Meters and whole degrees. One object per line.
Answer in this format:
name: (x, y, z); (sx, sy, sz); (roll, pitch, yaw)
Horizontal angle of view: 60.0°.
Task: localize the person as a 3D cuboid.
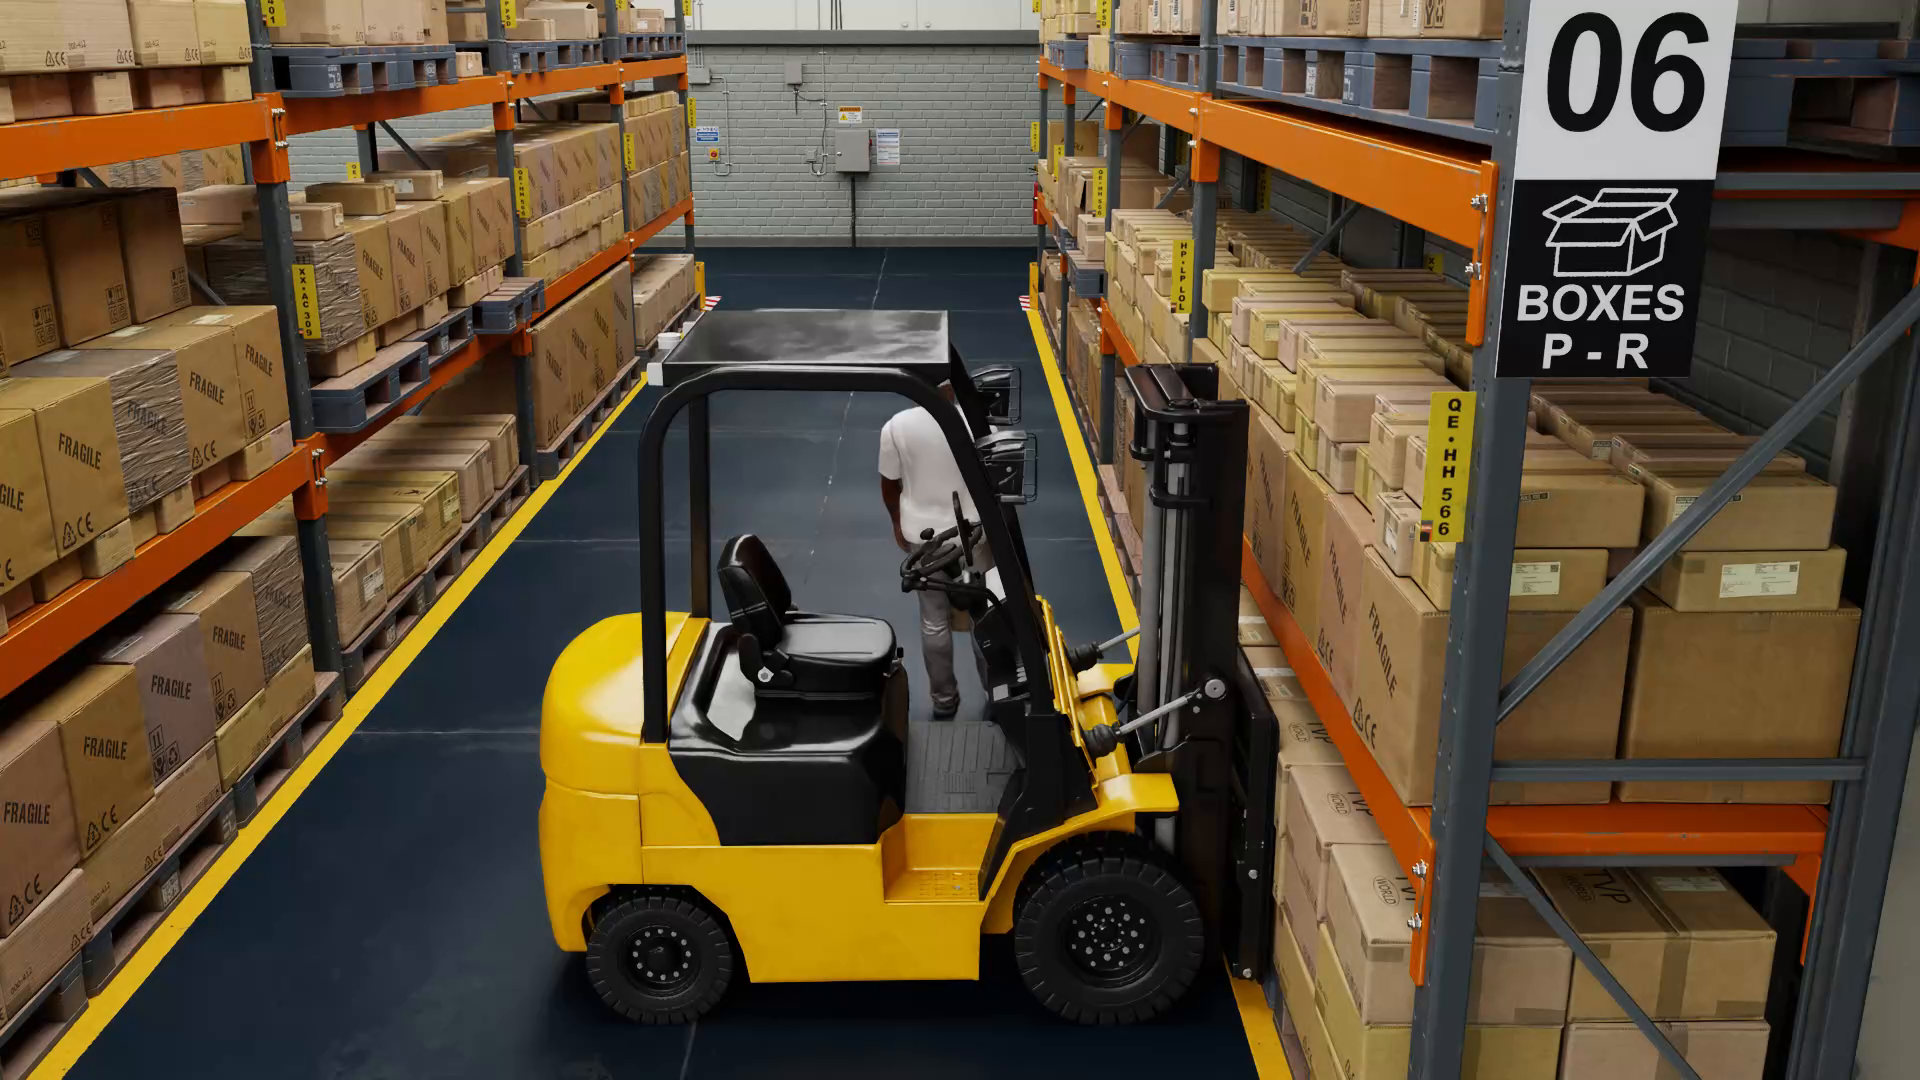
person: (-0.035, -0.053, 7.649); (0.625, 1.768, 0.575); (4, 17, 12)
